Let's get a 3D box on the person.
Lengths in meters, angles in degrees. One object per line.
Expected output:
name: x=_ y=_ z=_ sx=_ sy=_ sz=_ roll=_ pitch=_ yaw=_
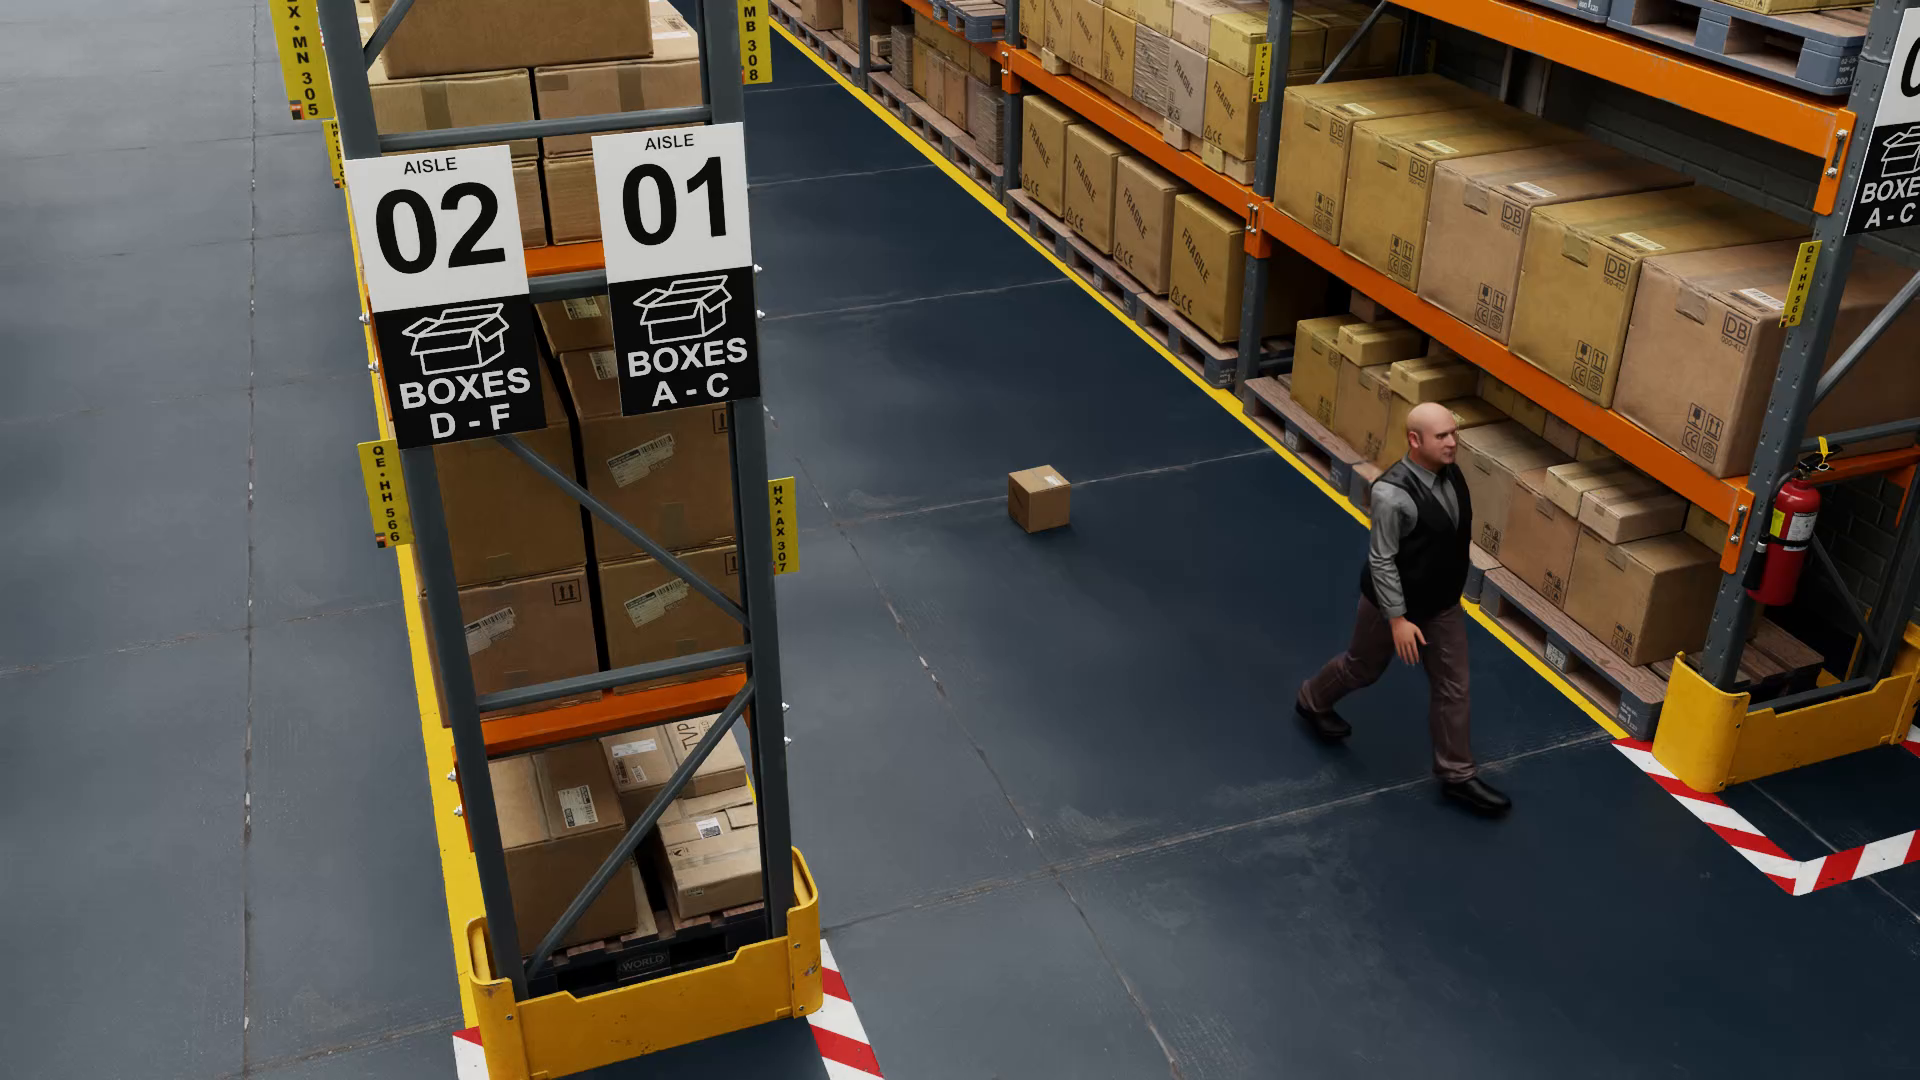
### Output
person: x=1.845 y=0.287 z=6.734 sx=0.560 sy=1.597 sz=1.024 roll=-20 pitch=35 yaw=-30
